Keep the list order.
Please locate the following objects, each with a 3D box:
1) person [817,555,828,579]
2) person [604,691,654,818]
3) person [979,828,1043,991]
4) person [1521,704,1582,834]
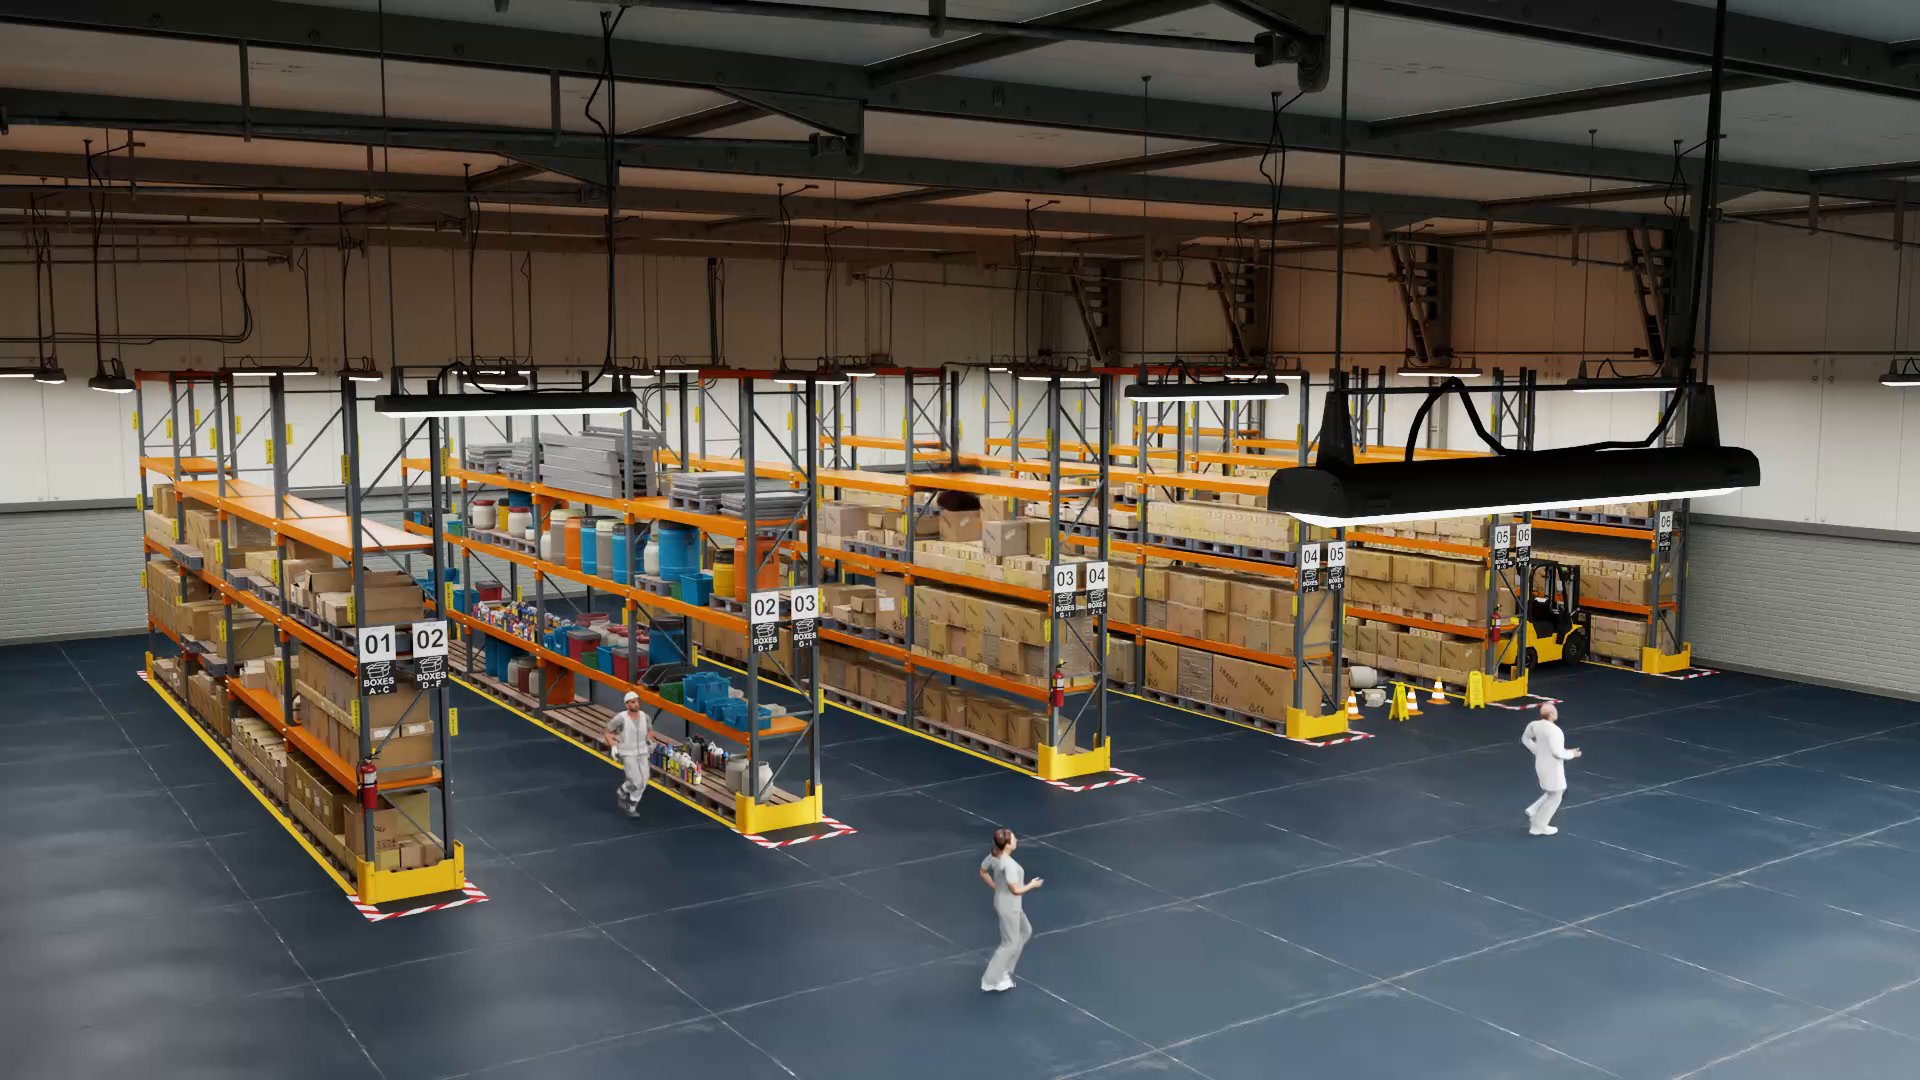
[{"bbox_3d":[-3.485,0.827,41.957,0.546,1.592,0.612,6,9,44],"label":"person"},{"bbox_3d":[-4.407,2.924,22.545,0.651,1.743,0.585,-6,9,-41],"label":"person"},{"bbox_3d":[0.503,3.654,16.468,0.628,1.667,0.547,-2,7,-16],"label":"person"},{"bbox_3d":[7.791,3.039,21.835,0.634,1.650,0.698,-1,6,-7],"label":"person"}]
